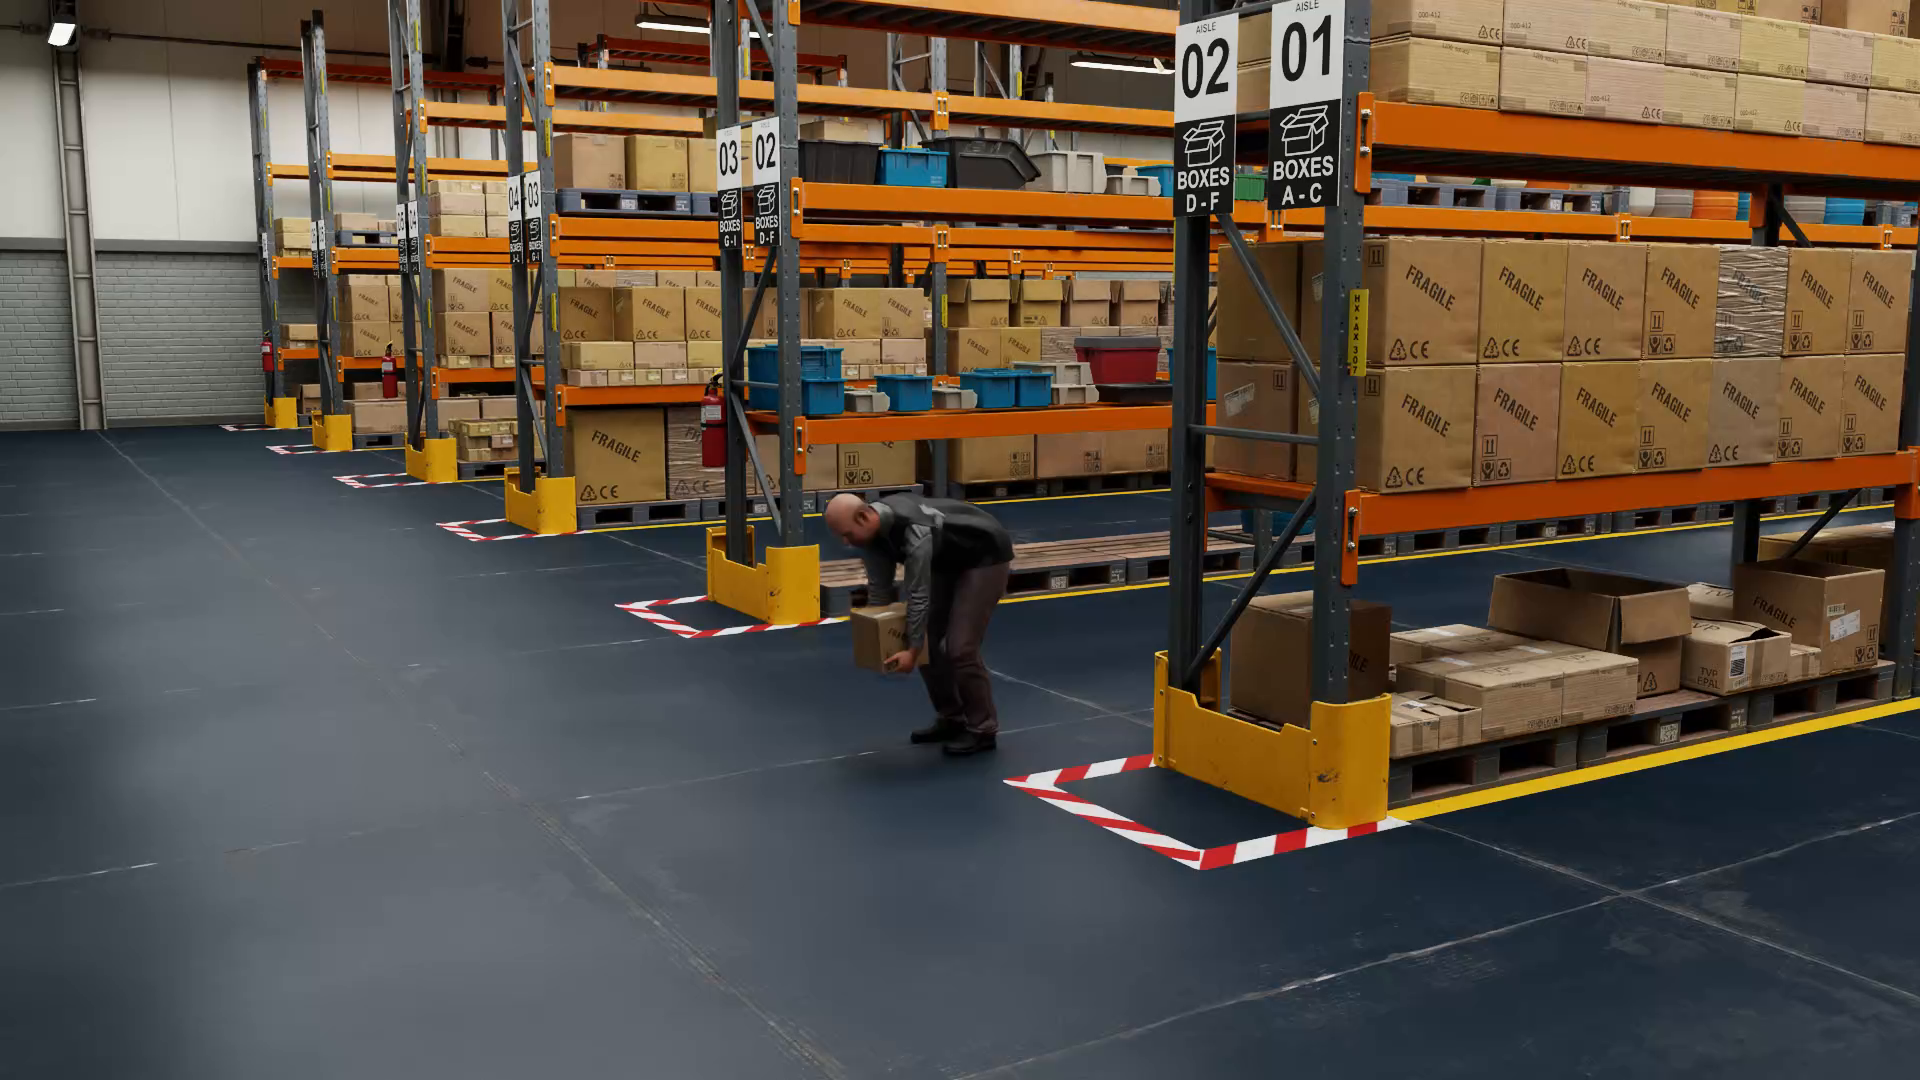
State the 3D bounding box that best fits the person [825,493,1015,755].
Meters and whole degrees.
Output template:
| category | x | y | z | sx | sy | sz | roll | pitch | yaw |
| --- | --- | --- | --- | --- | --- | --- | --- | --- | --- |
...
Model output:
| category | x | y | z | sx | sy | sz | roll | pitch | yaw |
| --- | --- | --- | --- | --- | --- | --- | --- | --- | --- |
| person | -0.196 | 0.372 | 7.589 | 0.934 | 1.220 | 0.457 | -6 | 10 | -35 |
